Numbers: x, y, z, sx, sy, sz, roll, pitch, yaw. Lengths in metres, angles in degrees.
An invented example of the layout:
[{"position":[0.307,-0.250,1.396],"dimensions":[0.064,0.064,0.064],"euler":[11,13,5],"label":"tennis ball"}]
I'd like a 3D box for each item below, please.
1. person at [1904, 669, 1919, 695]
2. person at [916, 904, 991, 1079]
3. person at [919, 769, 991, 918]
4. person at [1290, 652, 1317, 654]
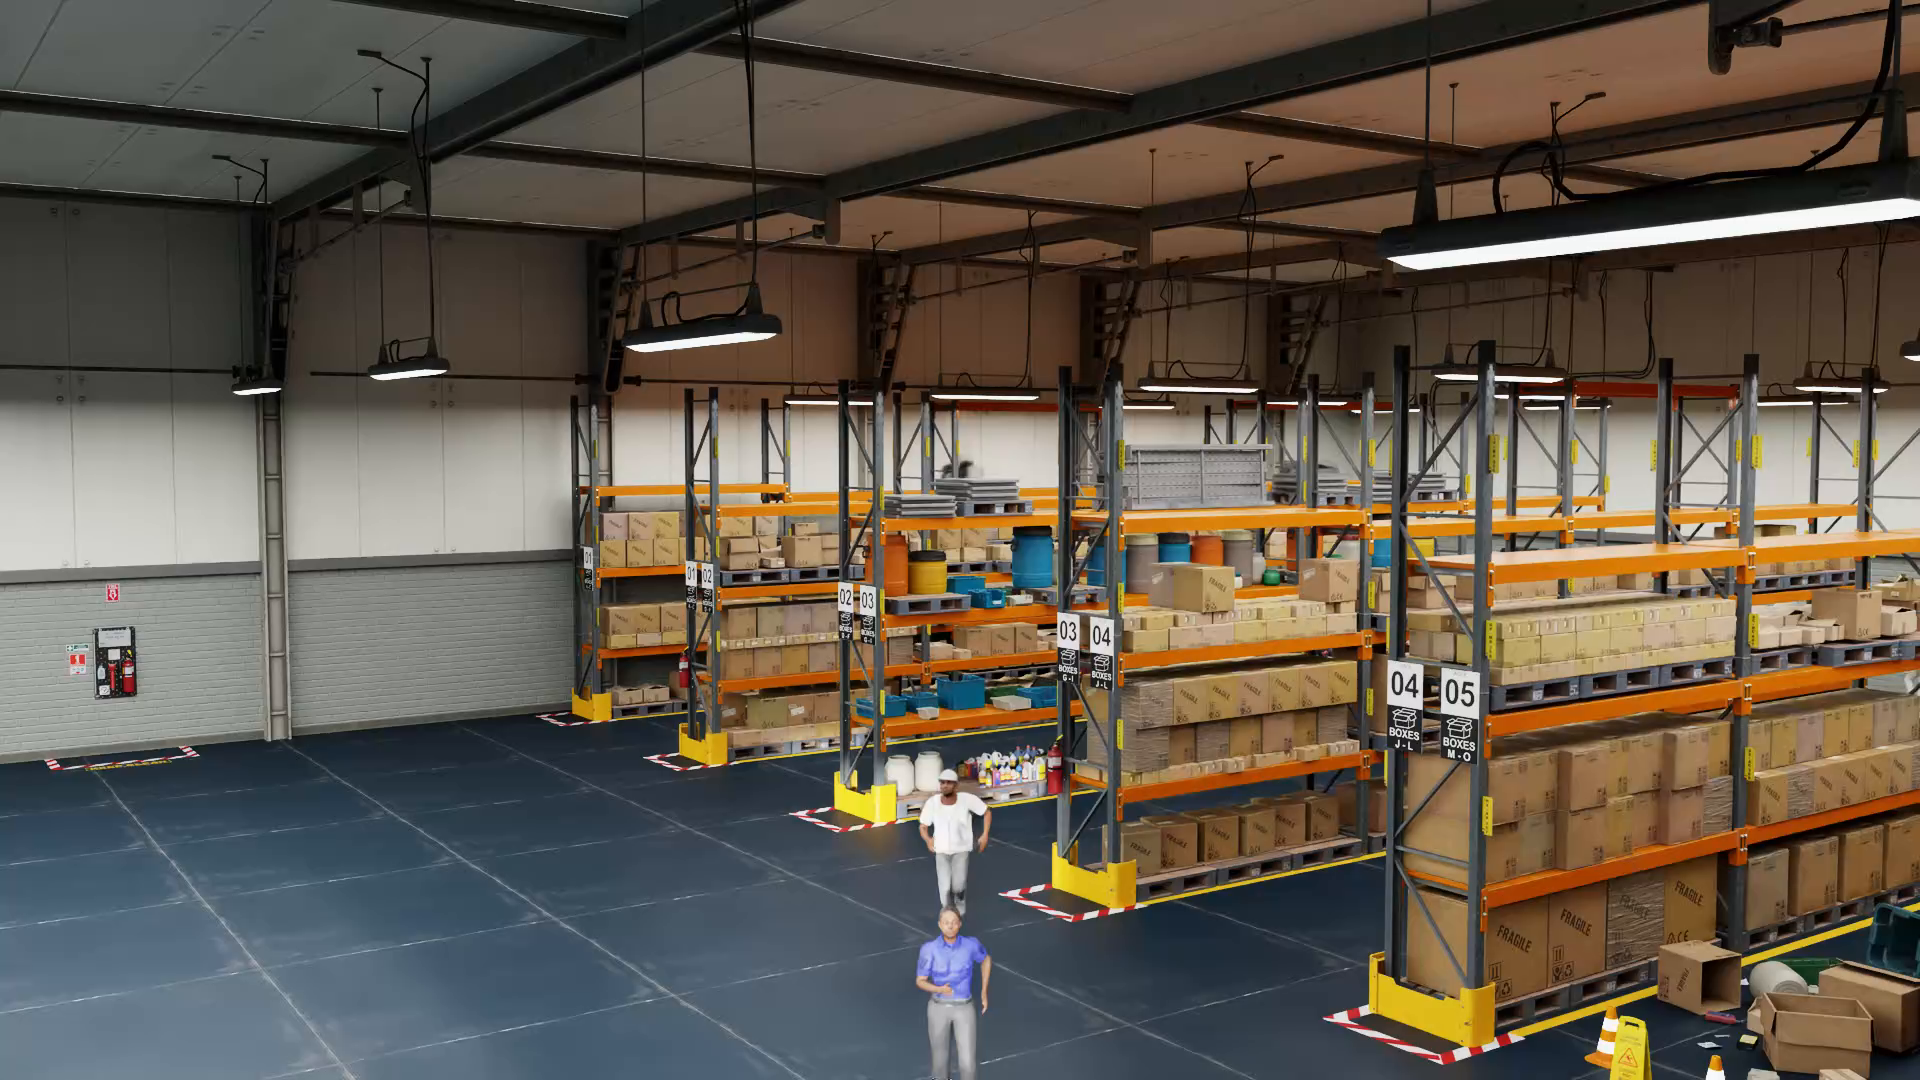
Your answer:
[{"position":[15.858,2.658,27.146],"dimensions":[0.753,1.751,0.846],"euler":[1,4,13],"label":"person"},{"position":[-0.047,3.599,12.491],"dimensions":[0.564,1.714,0.712],"euler":[0,3,0],"label":"person"},{"position":[-0.074,3.255,17.404],"dimensions":[0.739,1.717,0.656],"euler":[1,3,11],"label":"person"},{"position":[6.390,2.405,31.355],"dimensions":[0.662,1.699,0.960],"euler":[3,5,45],"label":"person"}]
